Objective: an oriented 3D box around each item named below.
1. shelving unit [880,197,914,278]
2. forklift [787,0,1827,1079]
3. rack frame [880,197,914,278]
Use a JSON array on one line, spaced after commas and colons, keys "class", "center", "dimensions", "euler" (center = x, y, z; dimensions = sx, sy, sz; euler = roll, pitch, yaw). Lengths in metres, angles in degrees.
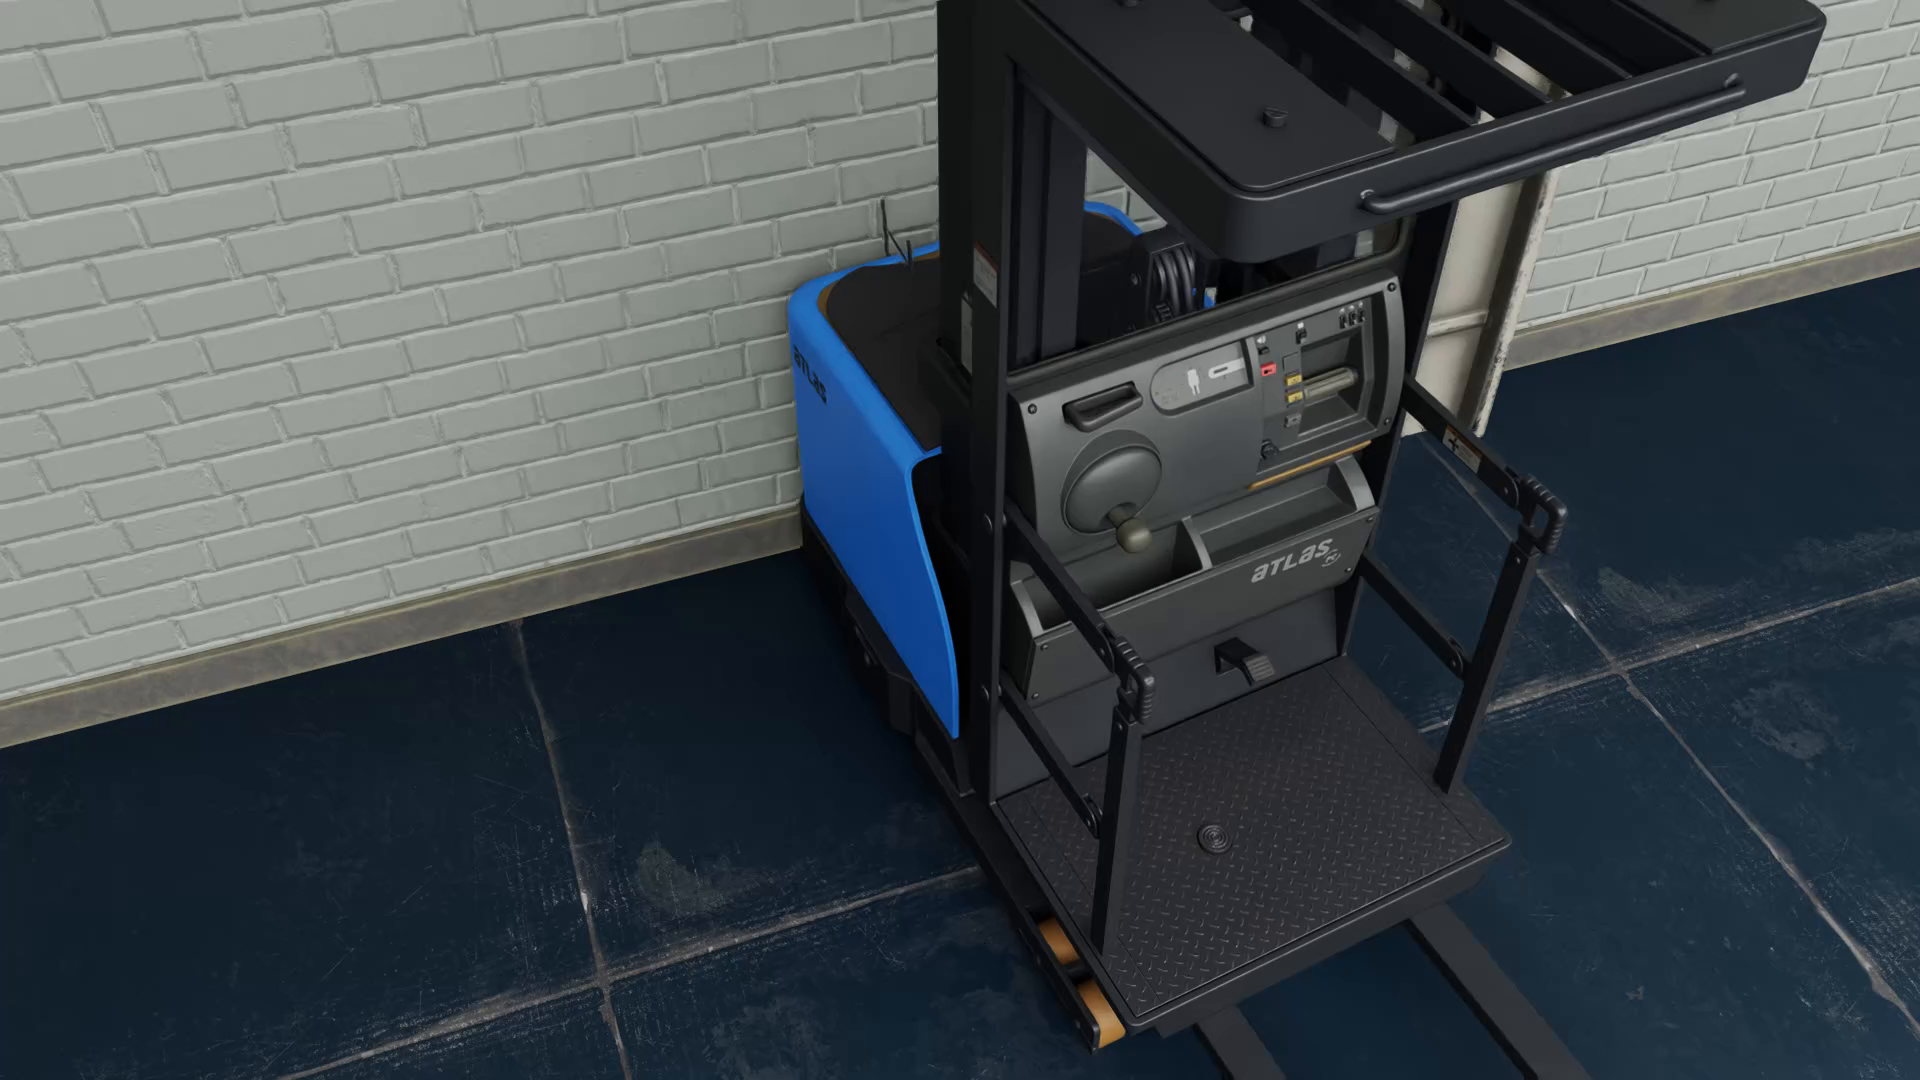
[{"class": "shelving unit", "center": [-0.055, -0.443, 4.829], "dimensions": [0.189, 1.200, 0.258], "euler": [-16, 46, -12]}, {"class": "forklift", "center": [0.645, -0.179, 3.359], "dimensions": [1.130, 2.935, 3.031], "euler": [-20, 48, -19]}, {"class": "rack frame", "center": [-0.141, -0.418, 4.809], "dimensions": [0.006, 1.200, 0.240], "euler": [-16, 46, -12]}]
